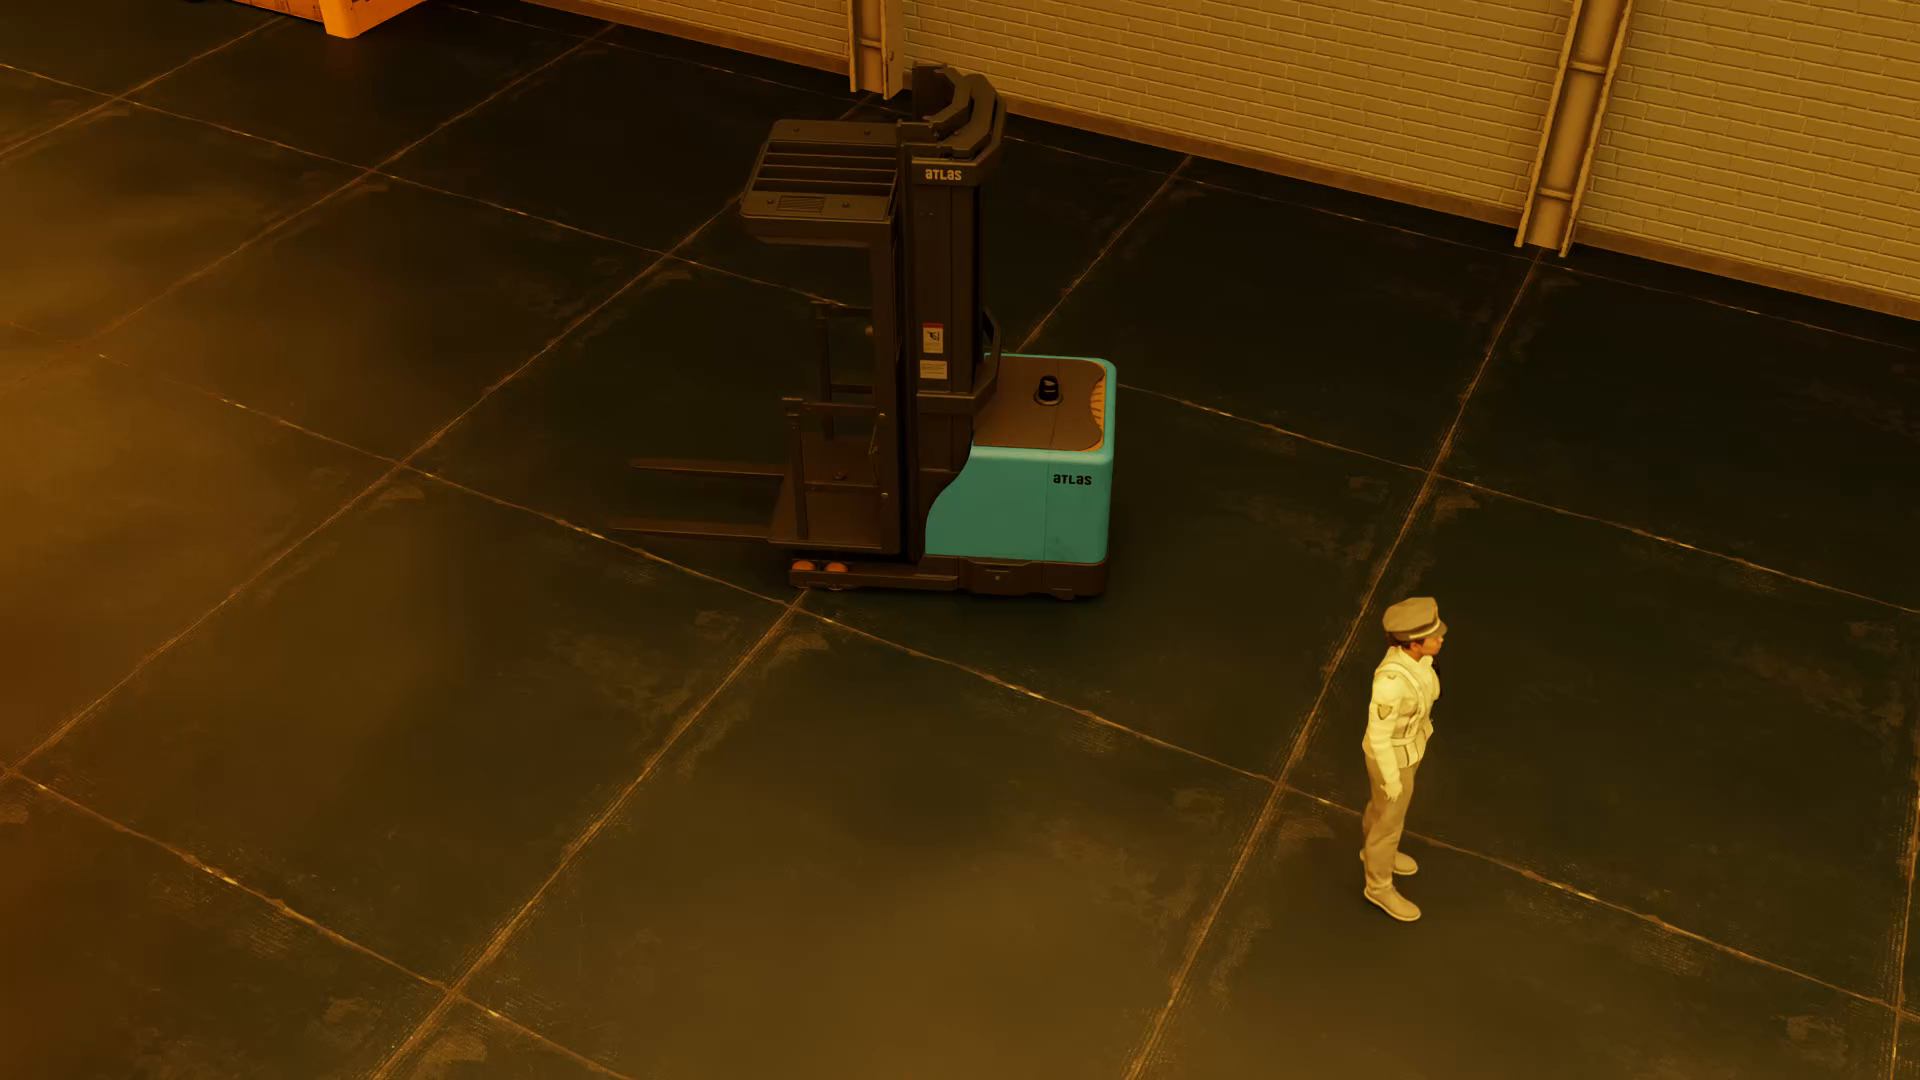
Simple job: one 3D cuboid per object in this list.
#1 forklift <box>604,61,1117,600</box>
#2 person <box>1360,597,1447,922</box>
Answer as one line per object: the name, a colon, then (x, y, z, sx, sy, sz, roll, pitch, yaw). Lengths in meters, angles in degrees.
forklift: (-0.606, -1.157, 9.360, 3.031, 2.935, 1.130, 3, 40, 4)
person: (2.105, 0.986, 7.770, 0.518, 1.701, 0.575, 19, 44, 21)
